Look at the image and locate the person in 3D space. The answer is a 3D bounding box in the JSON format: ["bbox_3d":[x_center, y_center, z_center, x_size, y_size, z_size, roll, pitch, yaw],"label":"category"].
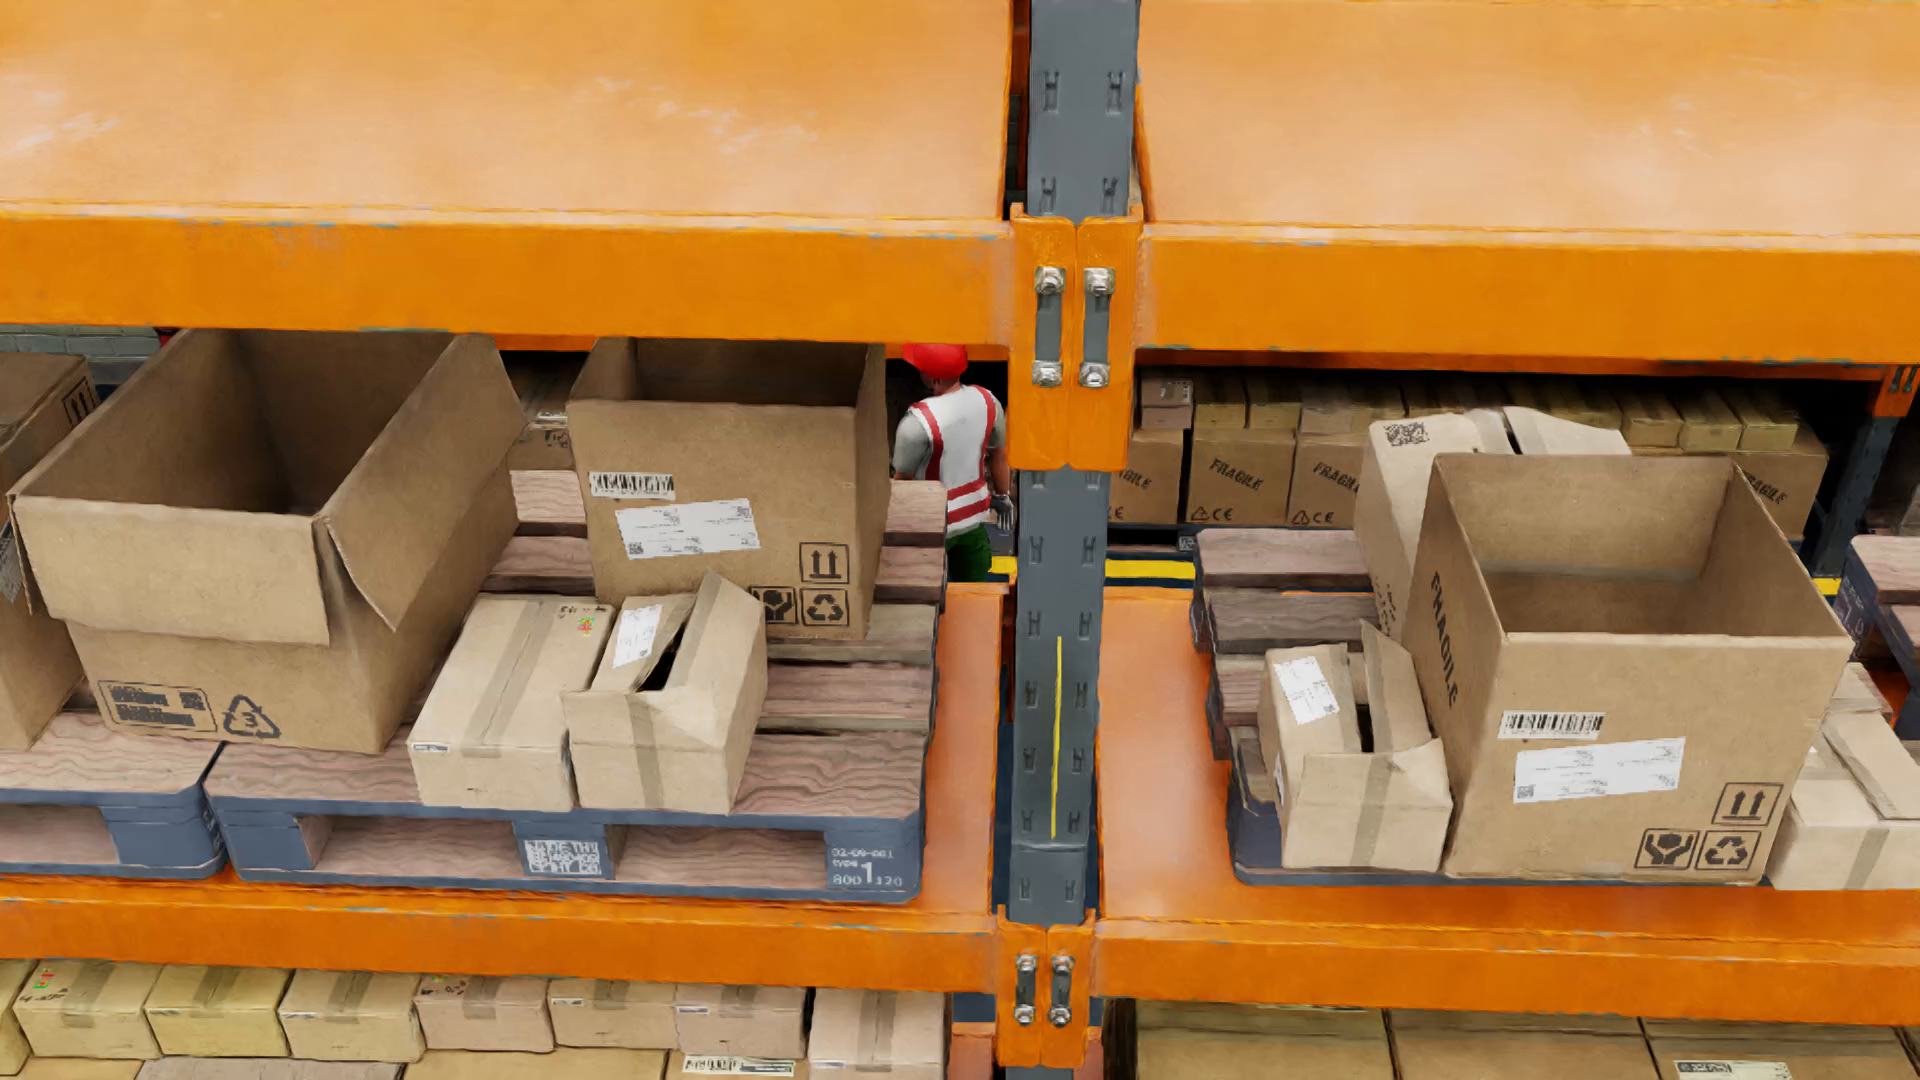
[{"bbox_3d":[-0.085,-0.146,7.258,0.621,1.794,0.512,-22,41,-28],"label":"person"}]
